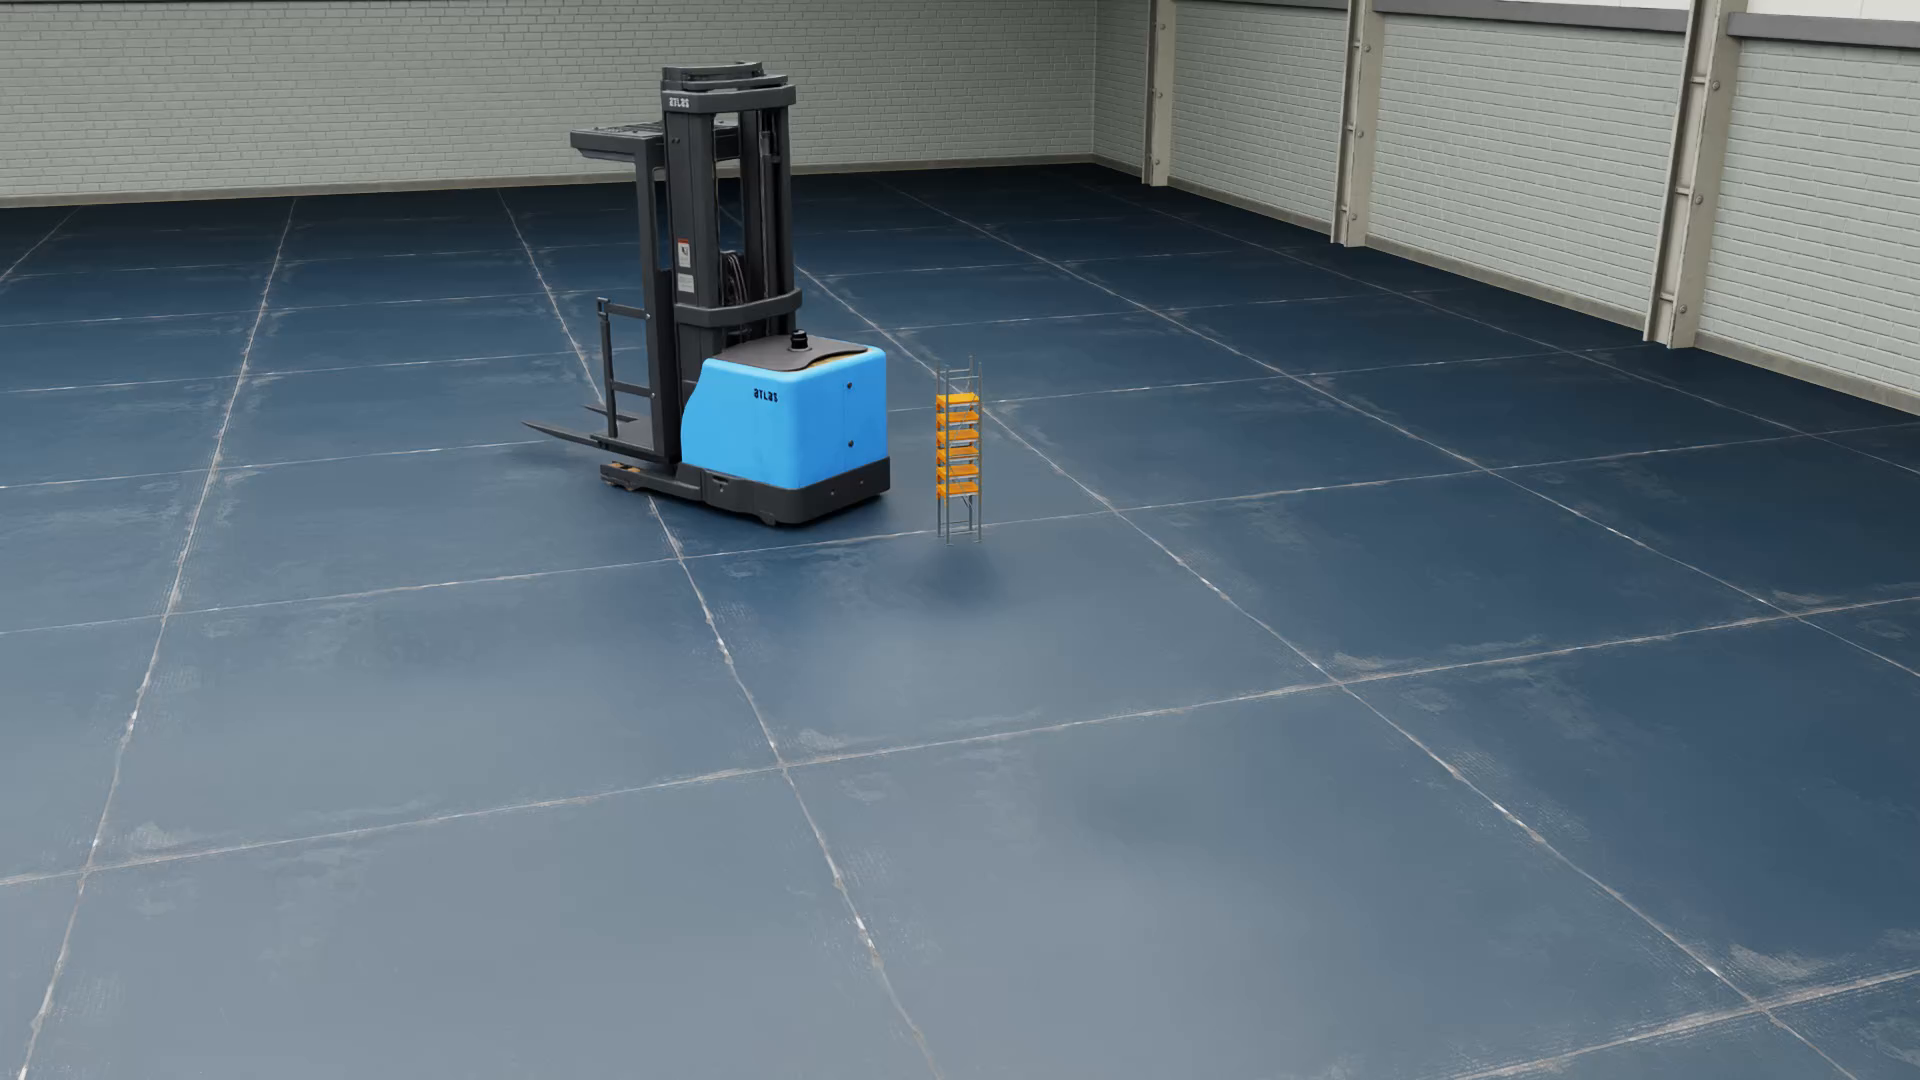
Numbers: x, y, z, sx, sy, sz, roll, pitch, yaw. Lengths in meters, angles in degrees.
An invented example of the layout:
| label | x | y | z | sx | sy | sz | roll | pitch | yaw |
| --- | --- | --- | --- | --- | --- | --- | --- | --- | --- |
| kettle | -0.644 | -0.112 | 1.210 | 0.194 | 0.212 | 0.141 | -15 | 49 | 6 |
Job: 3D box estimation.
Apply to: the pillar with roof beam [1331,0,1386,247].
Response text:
| label | x | y | z | sx | sy | sz | roll | pitch | yaw |
| --- | --- | --- | --- | --- | --- | --- | --- | --- | --- |
| pillar with roof beam | 0.970 | -7.630 | 18.848 | 9.100 | 9.000 | 0.400 | -6 | 21 | -17 |

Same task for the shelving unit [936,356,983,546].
| label | x | y | z | sx | sy | sz | roll | pitch | yaw |
| --- | --- | --- | --- | --- | --- | --- | --- | --- | --- |
| shelving unit | -0.005 | -0.569 | 10.727 | 0.258 | 1.200 | 0.189 | -6 | 21 | -17 |

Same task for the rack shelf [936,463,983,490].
| label | x | y | z | sx | sy | sz | roll | pitch | yaw |
| --- | --- | --- | --- | --- | --- | --- | --- | --- | --- |
| rack shelf | -0.005 | -0.415 | 10.782 | 0.258 | 0.103 | 0.180 | -6 | 21 | -17 |

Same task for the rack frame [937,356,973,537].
| label | x | y | z | sx | sy | sz | roll | pitch | yaw |
| --- | --- | --- | --- | --- | --- | --- | --- | --- | --- |
| rack frame | -0.033 | -0.599 | 10.808 | 0.240 | 1.200 | 0.006 | -6 | 21 | -17 |

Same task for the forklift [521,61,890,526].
| label | x | y | z | sx | sy | sz | roll | pitch | yaw |
| --- | --- | --- | --- | --- | --- | --- | --- | --- | --- |
| forklift | -1.970 | -1.856 | 11.747 | 3.031 | 2.935 | 1.130 | 15 | 24 | 35 |

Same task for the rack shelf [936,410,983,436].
| label | x | y | z | sx | sy | sz | roll | pitch | yaw |
| --- | --- | --- | --- | --- | --- | --- | --- | --- | --- |
| rack shelf | -0.005 | -0.753 | 10.660 | 0.258 | 0.103 | 0.180 | -6 | 21 | -17 |

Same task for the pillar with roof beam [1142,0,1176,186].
| label | x | y | z | sx | sy | sz | roll | pitch | yaw |
| --- | --- | --- | --- | --- | --- | --- | --- | --- | --- |
| pillar with roof beam | -0.916 | -9.556 | 24.209 | 9.100 | 9.000 | 0.400 | -6 | 21 | -17 |

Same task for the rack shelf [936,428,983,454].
| label | x | y | z | sx | sy | sz | roll | pitch | yaw |
| --- | --- | --- | --- | --- | --- | --- | --- | --- | --- |
| rack shelf | -0.005 | -0.640 | 10.701 | 0.258 | 0.103 | 0.180 | -6 | 21 | -17 |

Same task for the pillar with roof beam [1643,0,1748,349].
| label | x | y | z | sx | sy | sz | roll | pitch | yaw |
| --- | --- | --- | --- | --- | --- | --- | --- | --- | --- |
| pillar with roof beam | 2.856 | -5.705 | 13.488 | 9.100 | 9.000 | 0.400 | -6 | 21 | -17 |

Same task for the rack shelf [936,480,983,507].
| label | x | y | z | sx | sy | sz | roll | pitch | yaw |
| --- | --- | --- | --- | --- | --- | --- | --- | --- | --- |
| rack shelf | -0.005 | -0.302 | 10.823 | 0.258 | 0.103 | 0.180 | -6 | 21 | -17 |

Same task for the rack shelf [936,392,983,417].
| label | x | y | z | sx | sy | sz | roll | pitch | yaw |
| --- | --- | --- | --- | --- | --- | --- | --- | --- | --- |
| rack shelf | -0.005 | -0.866 | 10.620 | 0.258 | 0.103 | 0.180 | -6 | 21 | -17 |

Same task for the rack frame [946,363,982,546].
| label | x | y | z | sx | sy | sz | roll | pitch | yaw |
| --- | --- | --- | --- | --- | --- | --- | --- | --- | --- |
| rack frame | 0.024 | -0.540 | 10.645 | 0.240 | 1.200 | 0.006 | -6 | 21 | -17 |

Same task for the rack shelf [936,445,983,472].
| label | x | y | z | sx | sy | sz | roll | pitch | yaw |
| --- | --- | --- | --- | --- | --- | --- | --- | --- | --- |
| rack shelf | -0.005 | -0.528 | 10.742 | 0.258 | 0.103 | 0.180 | -6 | 21 | -17 |
